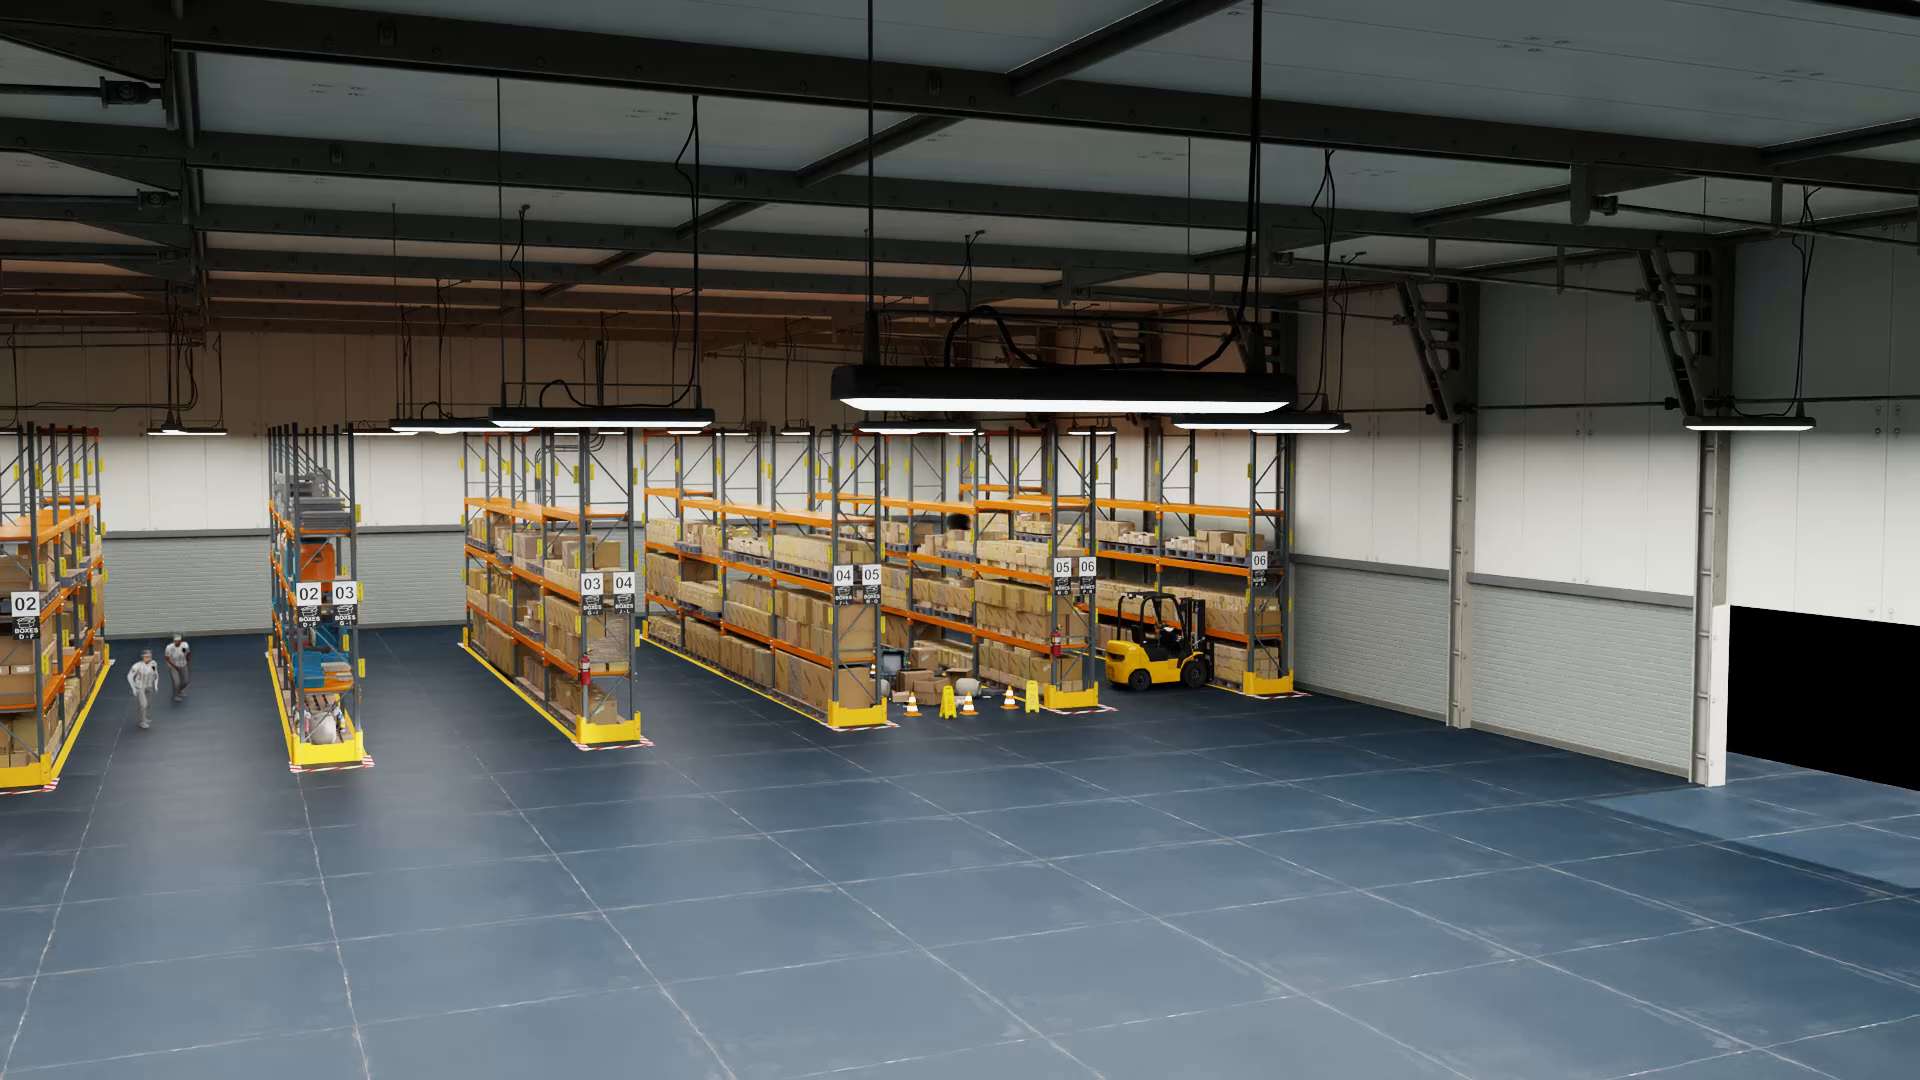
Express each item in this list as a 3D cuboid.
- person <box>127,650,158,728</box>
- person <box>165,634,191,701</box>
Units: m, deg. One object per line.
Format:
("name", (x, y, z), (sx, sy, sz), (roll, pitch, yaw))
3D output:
("person", (-16.220, 2.930, 32.966), (0.779, 1.555, 0.646), (2, 4, 27))
("person", (-17.041, 2.760, 36.203), (0.546, 1.505, 0.848), (-3, 5, -44))
